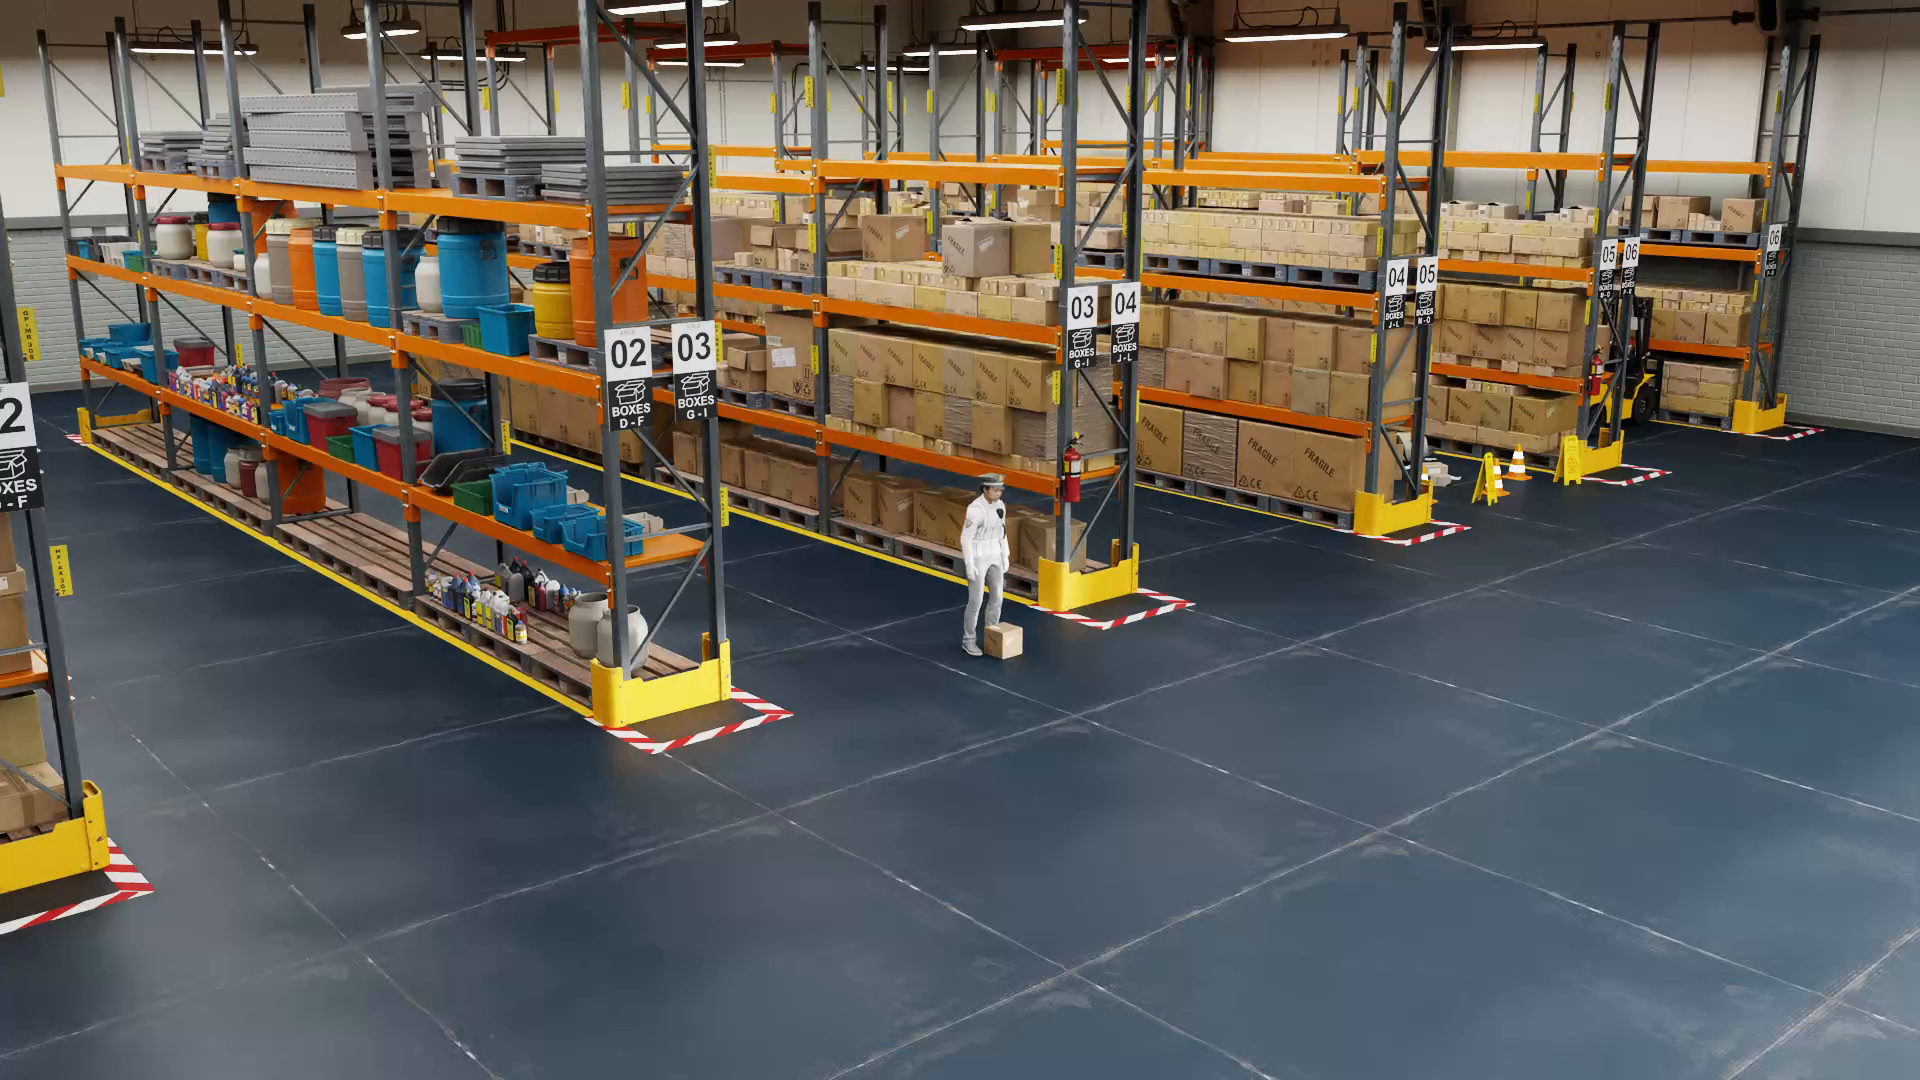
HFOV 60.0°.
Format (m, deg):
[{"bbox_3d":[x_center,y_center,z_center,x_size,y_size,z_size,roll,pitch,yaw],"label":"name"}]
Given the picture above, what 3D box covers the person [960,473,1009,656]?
[{"bbox_3d":[0.249,0.197,15.221,0.539,1.663,0.405,-13,19,-41],"label":"person"}]
